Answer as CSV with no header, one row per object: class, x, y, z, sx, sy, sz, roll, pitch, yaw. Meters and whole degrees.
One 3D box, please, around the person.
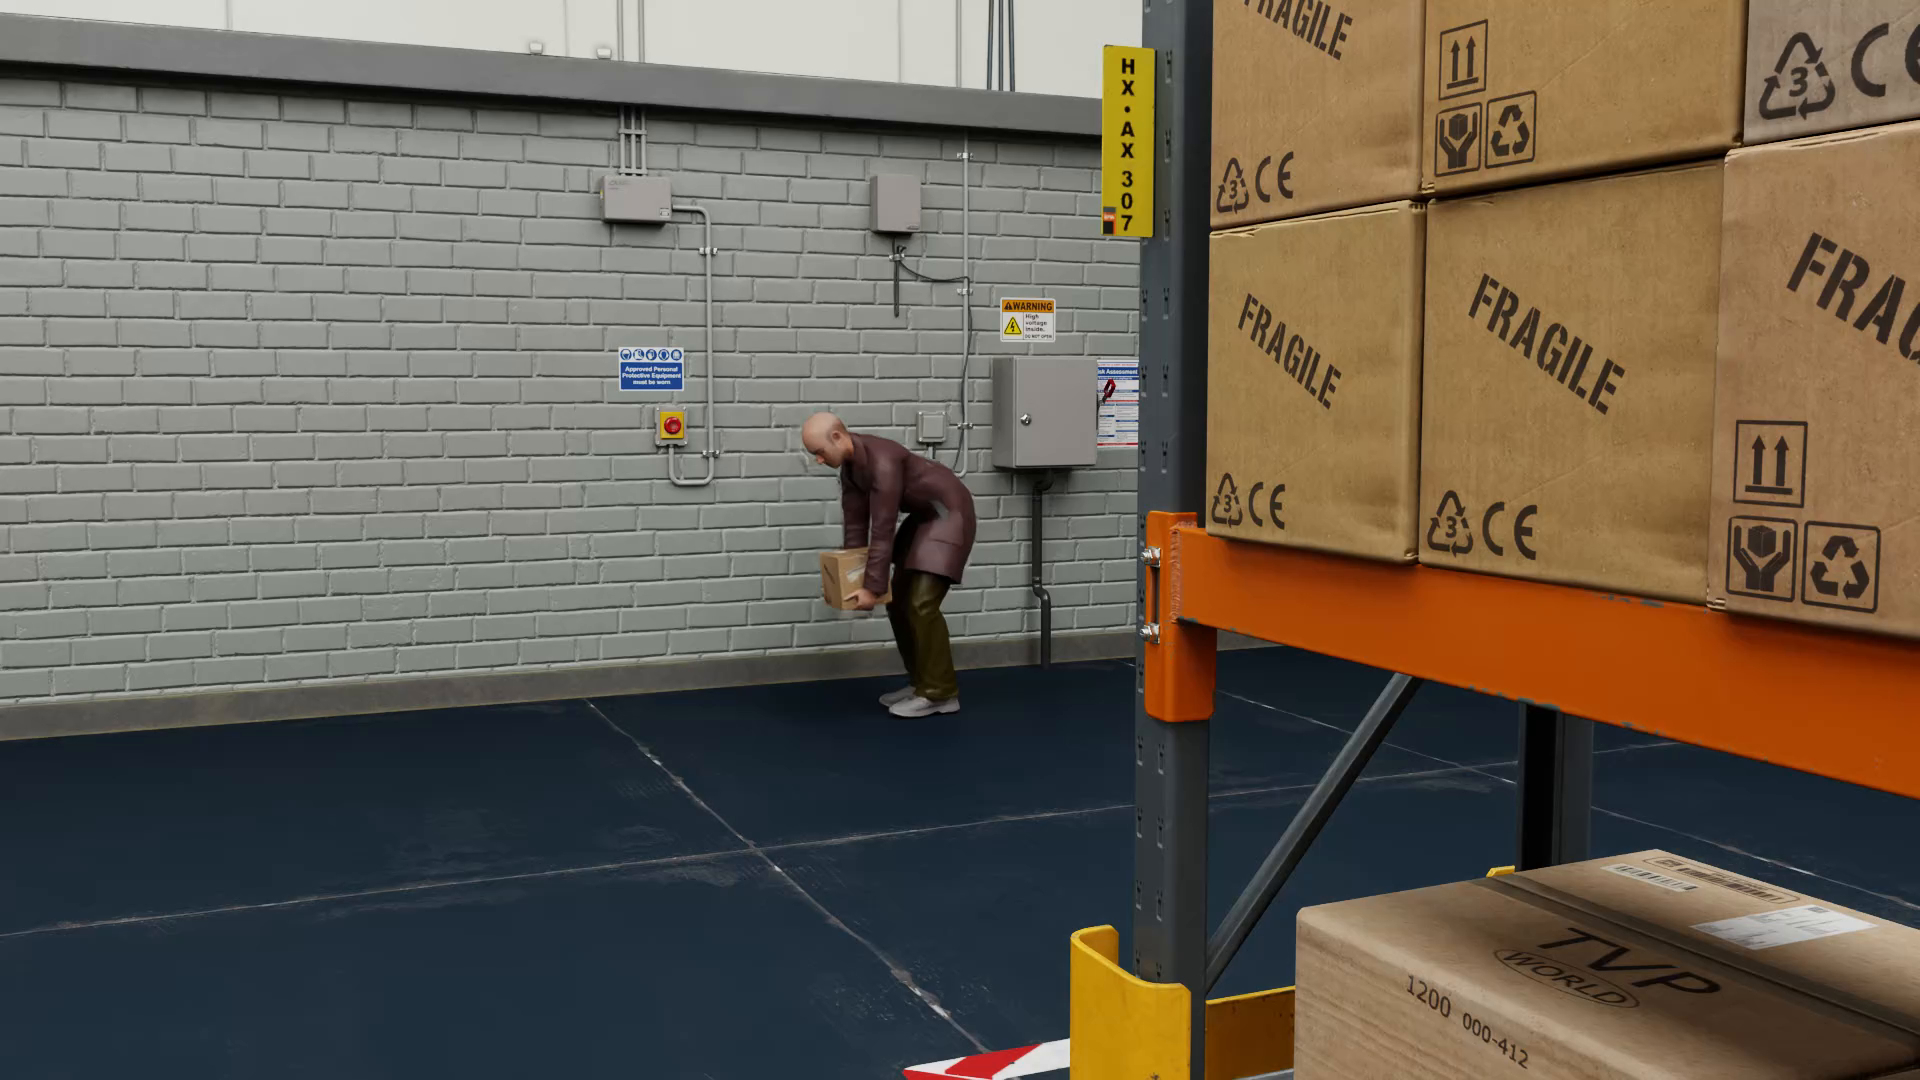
person,-0.195,-0.073,7.897,0.582,1.775,0.692,-2,6,-24
